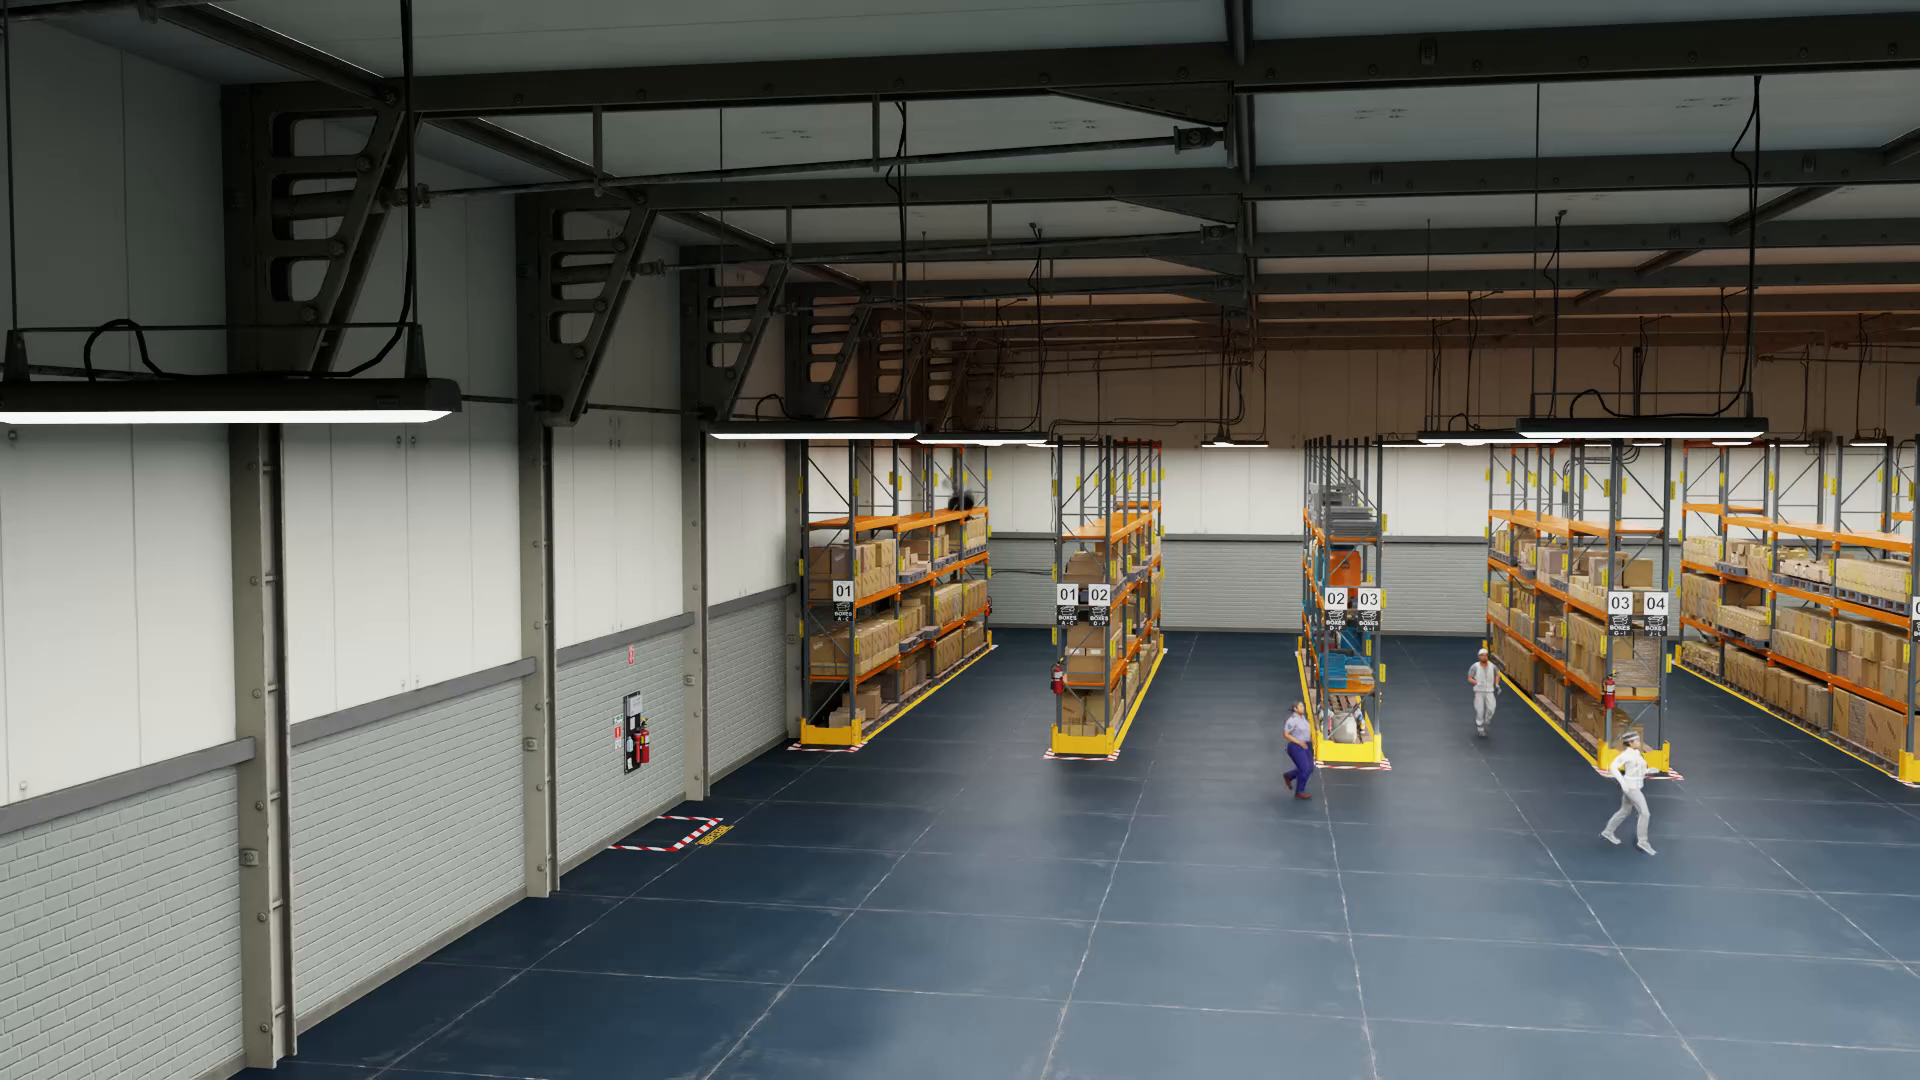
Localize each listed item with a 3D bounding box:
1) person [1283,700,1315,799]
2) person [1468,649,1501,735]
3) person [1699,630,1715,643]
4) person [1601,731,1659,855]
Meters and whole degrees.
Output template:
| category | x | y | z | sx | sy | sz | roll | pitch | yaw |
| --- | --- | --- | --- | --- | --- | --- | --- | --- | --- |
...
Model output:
| category | x | y | z | sx | sy | sz | roll | pitch | yaw |
| --- | --- | --- | --- | --- | --- | --- | --- | --- | --- |
| person | 5.555 | 3.439 | 27.420 | 0.568 | 1.595 | 0.607 | 2 | 4 | 38 |
| person | 10.468 | 3.048 | 33.175 | 0.646 | 1.744 | 0.592 | 0 | 3 | 6 |
| person | 20.560 | 2.458 | 45.681 | 0.758 | 1.524 | 1.026 | -2 | 4 | -31 |
| person | 9.580 | 3.584 | 23.757 | 0.757 | 1.748 | 0.584 | 2 | 4 | 31 |
